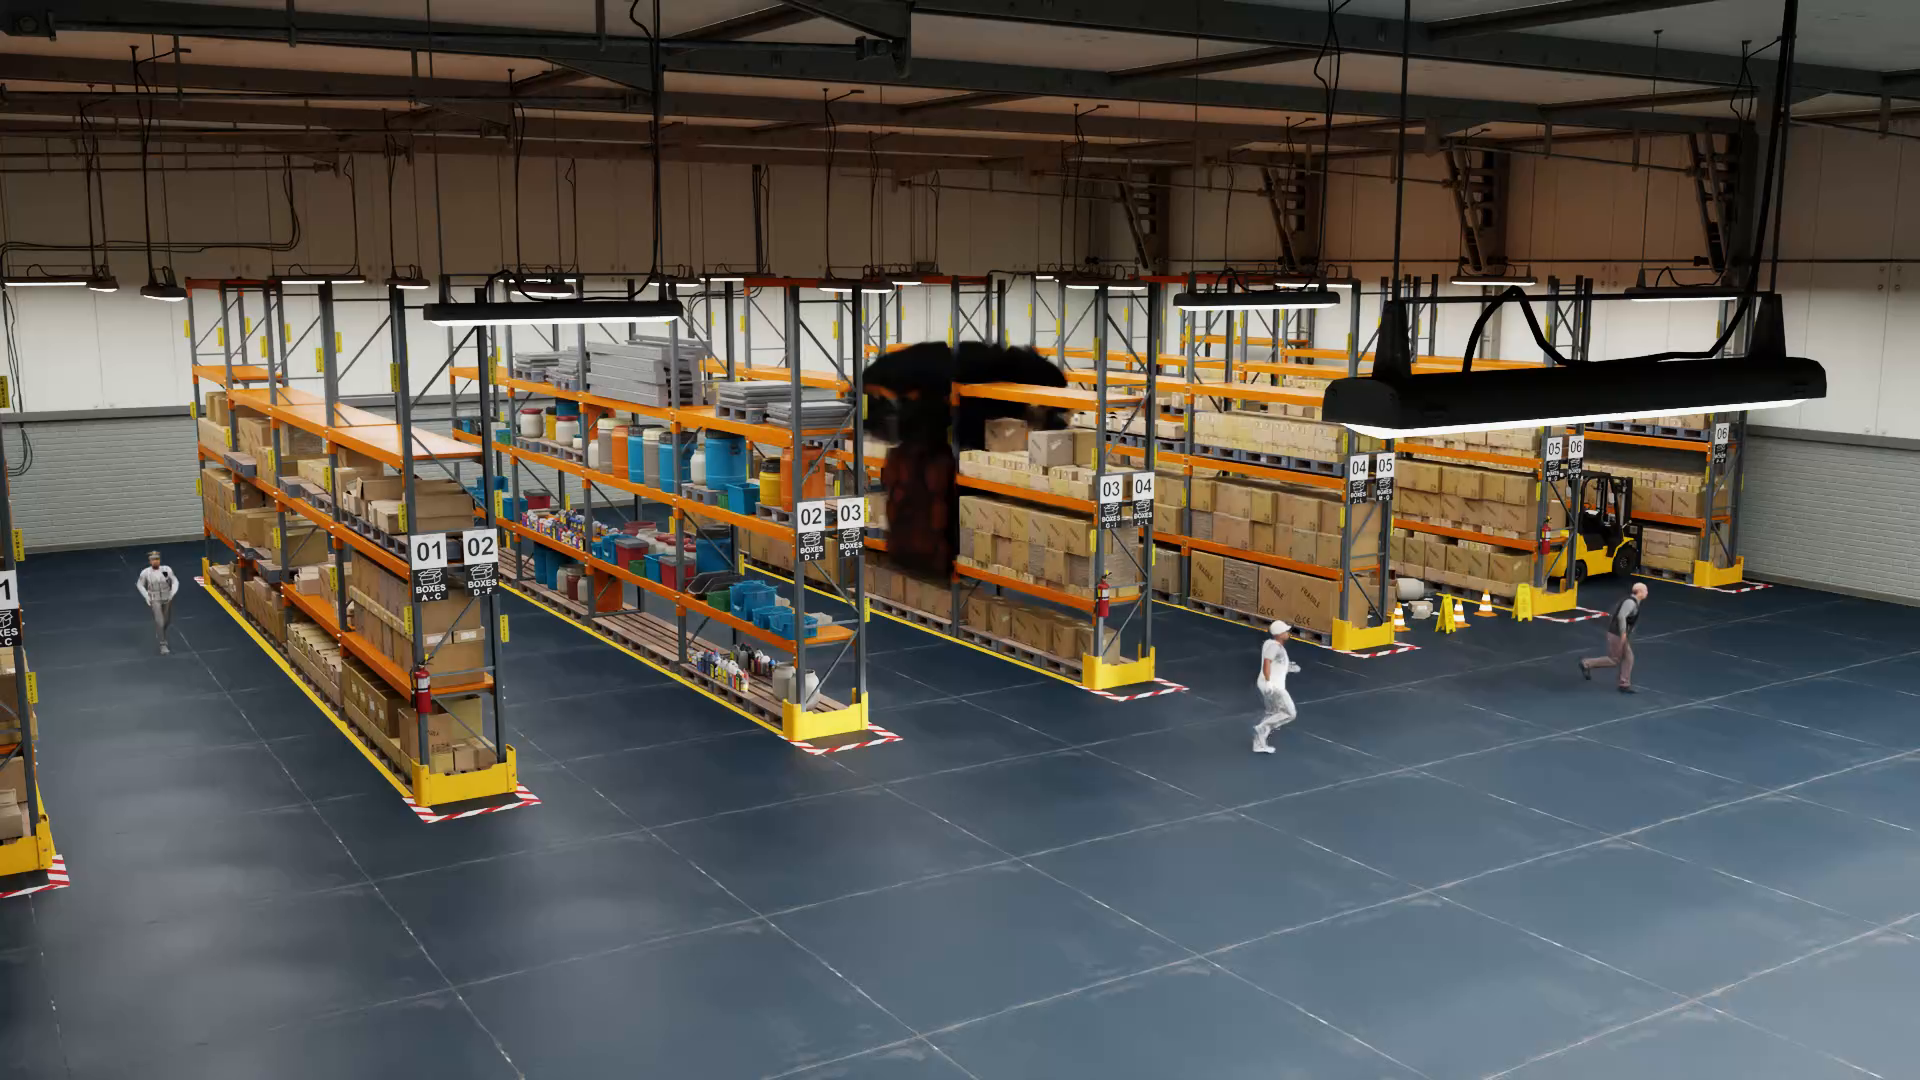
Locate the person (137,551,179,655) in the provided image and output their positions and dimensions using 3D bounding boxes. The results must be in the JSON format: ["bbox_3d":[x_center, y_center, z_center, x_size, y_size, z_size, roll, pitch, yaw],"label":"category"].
[{"bbox_3d":[-13.085,0.988,27.166,0.616,1.708,0.715,-7,12,-34],"label":"person"}]

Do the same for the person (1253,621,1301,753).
[{"bbox_3d":[4.108,1.900,21.487,0.617,1.730,0.679,0,10,-2],"label":"person"}]

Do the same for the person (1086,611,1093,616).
[{"bbox_3d":[2.444,0.548,29.799,0.570,1.661,0.553,-8,12,-39],"label":"person"}]

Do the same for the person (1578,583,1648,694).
[{"bbox_3d":[9.661,1.438,24.630,0.907,1.675,0.664,2,10,13],"label":"person"}]
